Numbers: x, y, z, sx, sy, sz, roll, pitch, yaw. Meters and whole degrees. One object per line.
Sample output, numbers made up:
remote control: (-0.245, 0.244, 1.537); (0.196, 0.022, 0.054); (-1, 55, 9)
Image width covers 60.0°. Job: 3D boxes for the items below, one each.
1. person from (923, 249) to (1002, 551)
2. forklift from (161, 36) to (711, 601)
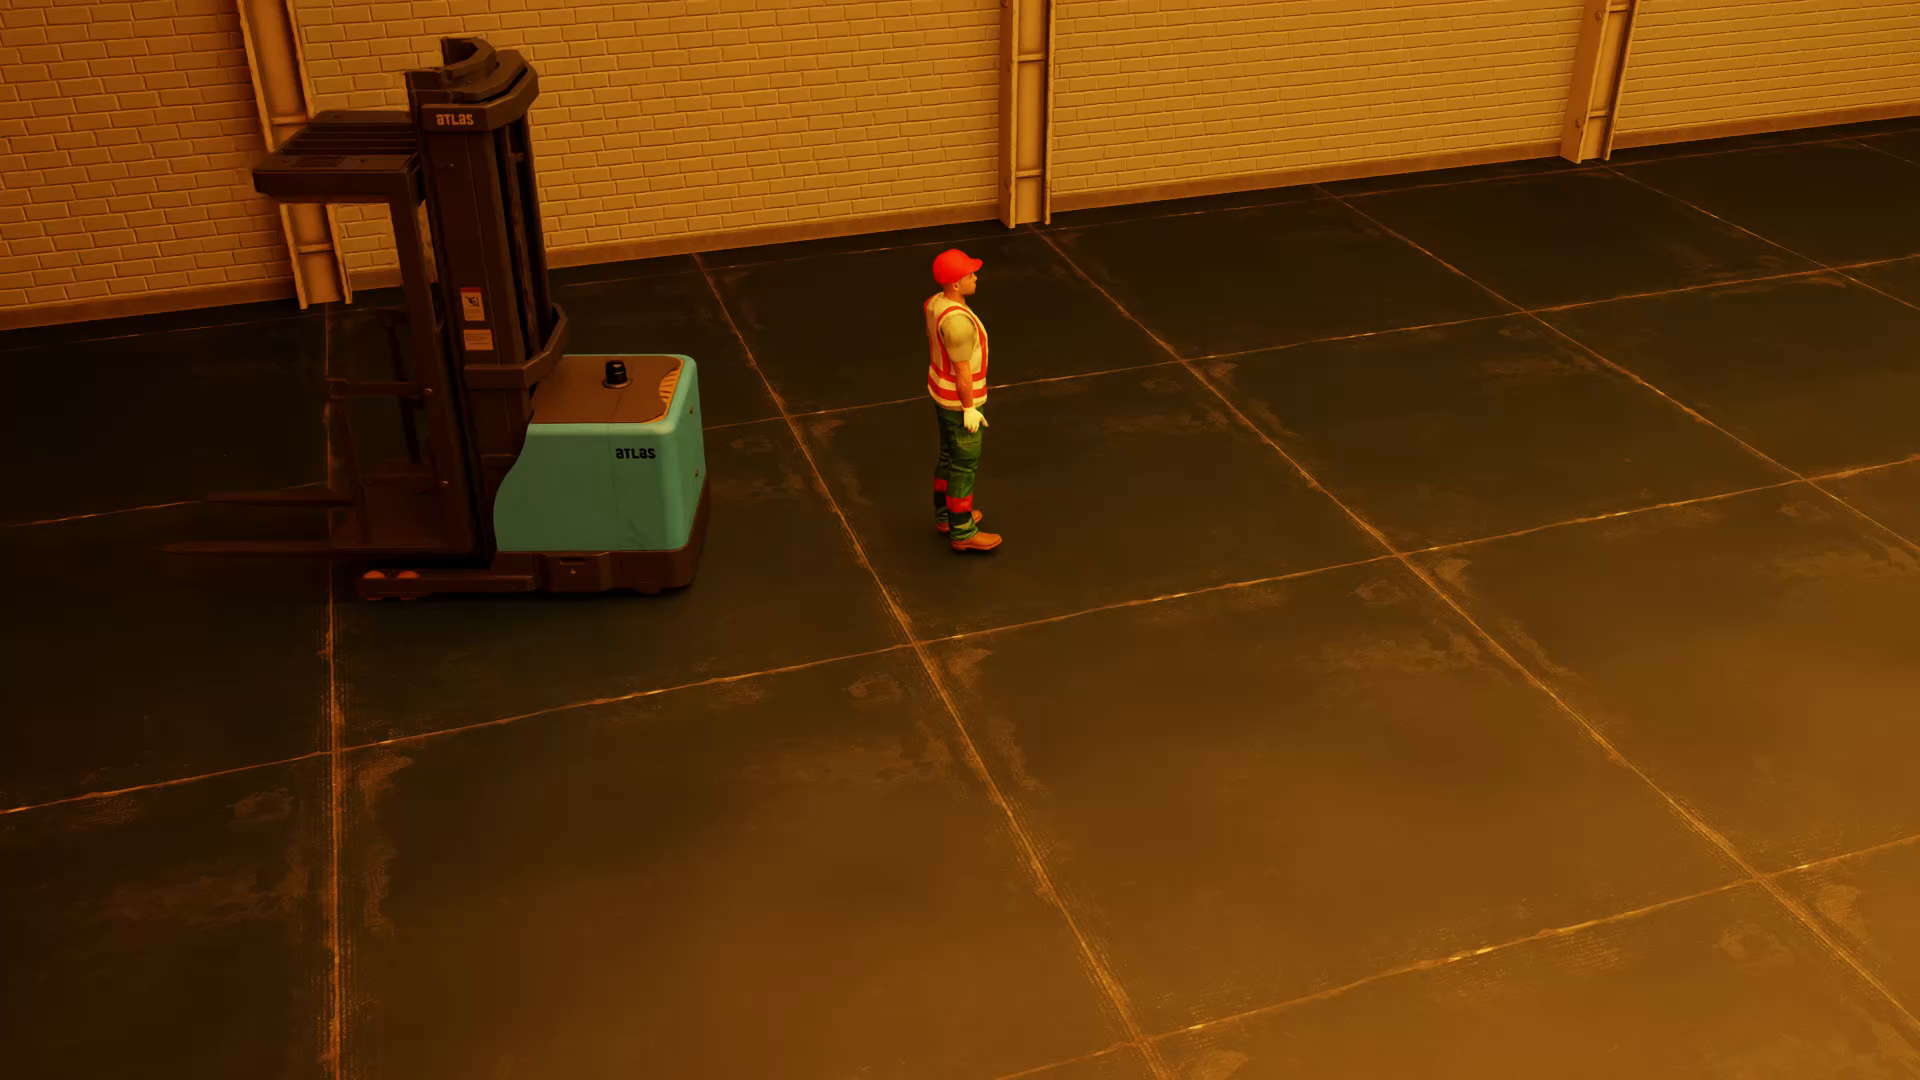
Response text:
person: (0.007, -0.817, 9.572); (0.370, 1.795, 0.536); (-10, 31, -16)
forklift: (-3.043, -1.191, 9.158); (3.031, 2.935, 1.130); (0, 30, 0)
